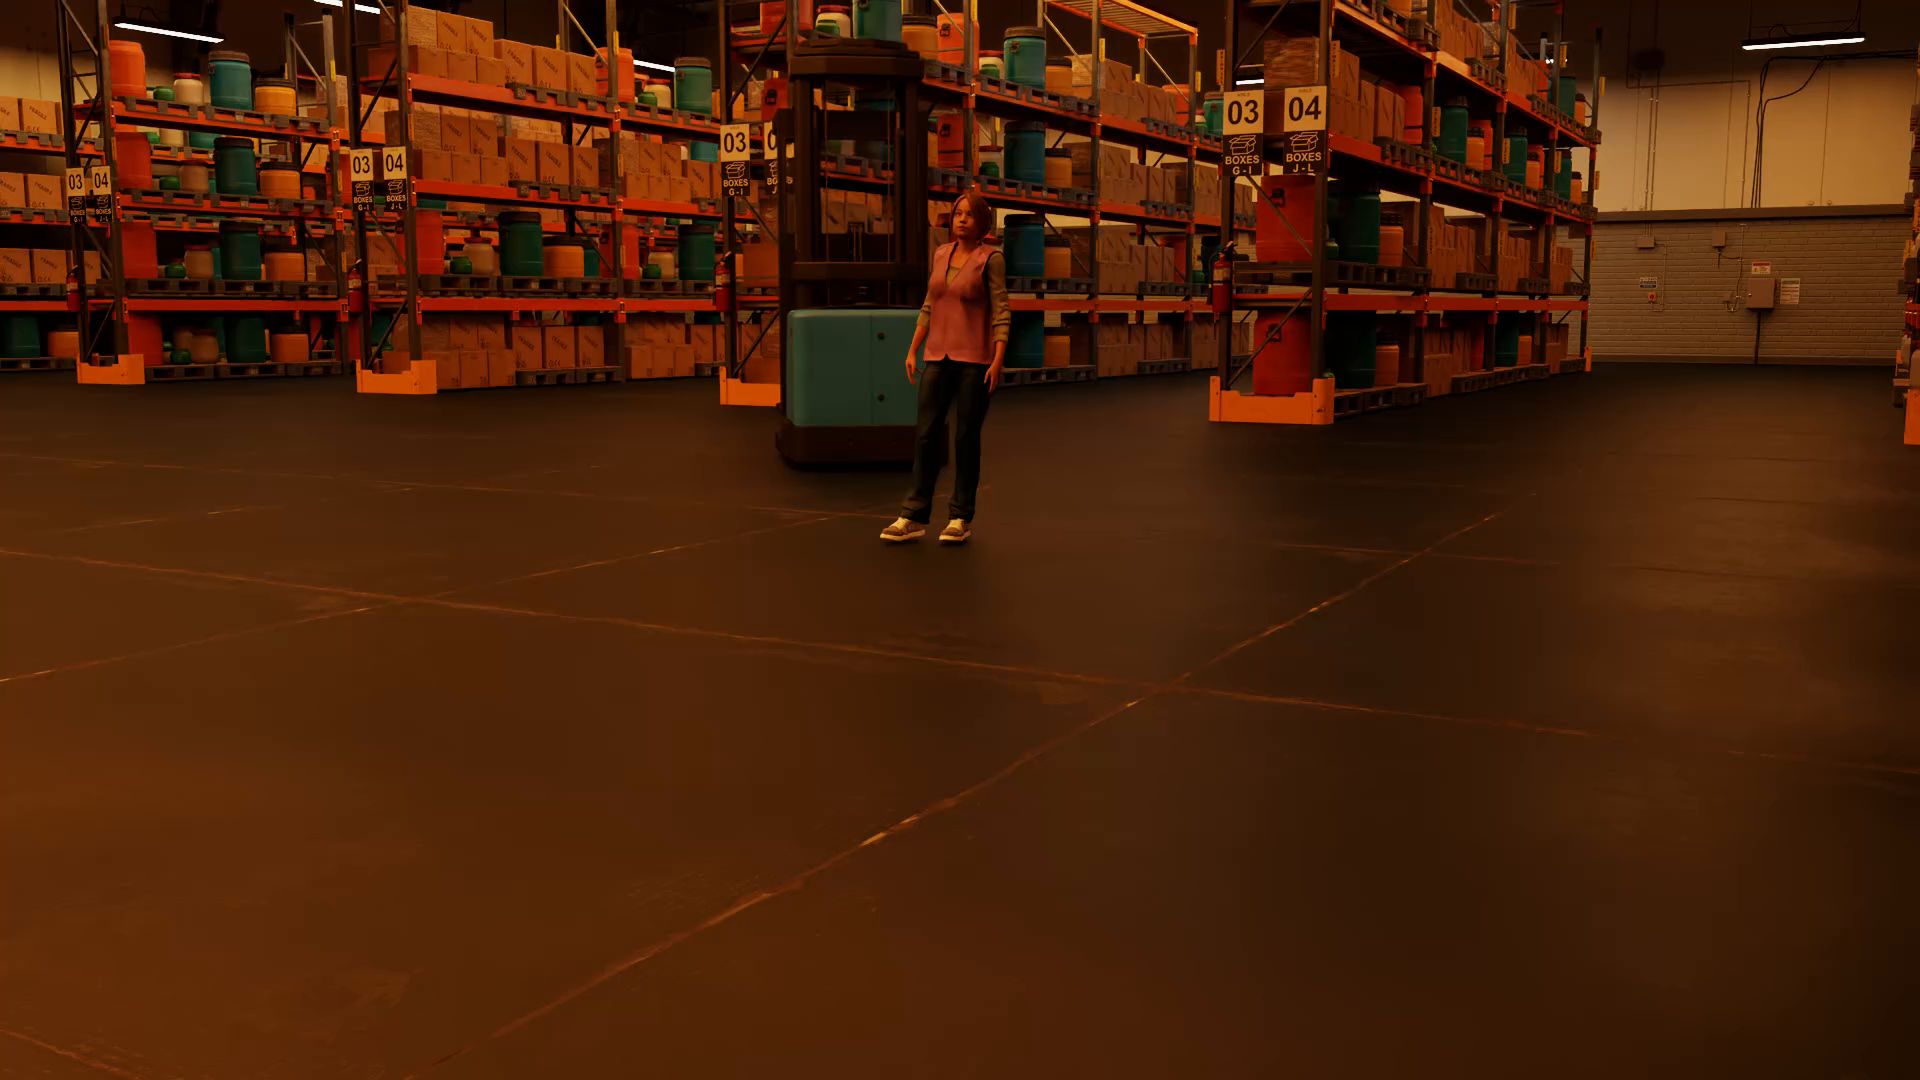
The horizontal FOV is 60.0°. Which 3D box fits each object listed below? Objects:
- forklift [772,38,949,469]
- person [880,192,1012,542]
[{"bbox_3d":[-0.814,-2.105,12.345,1.130,2.935,3.031,-1,8,-9],"label":"forklift"},{"bbox_3d":[-0.049,-0.787,7.646,0.520,1.592,0.473,4,9,29],"label":"person"}]
